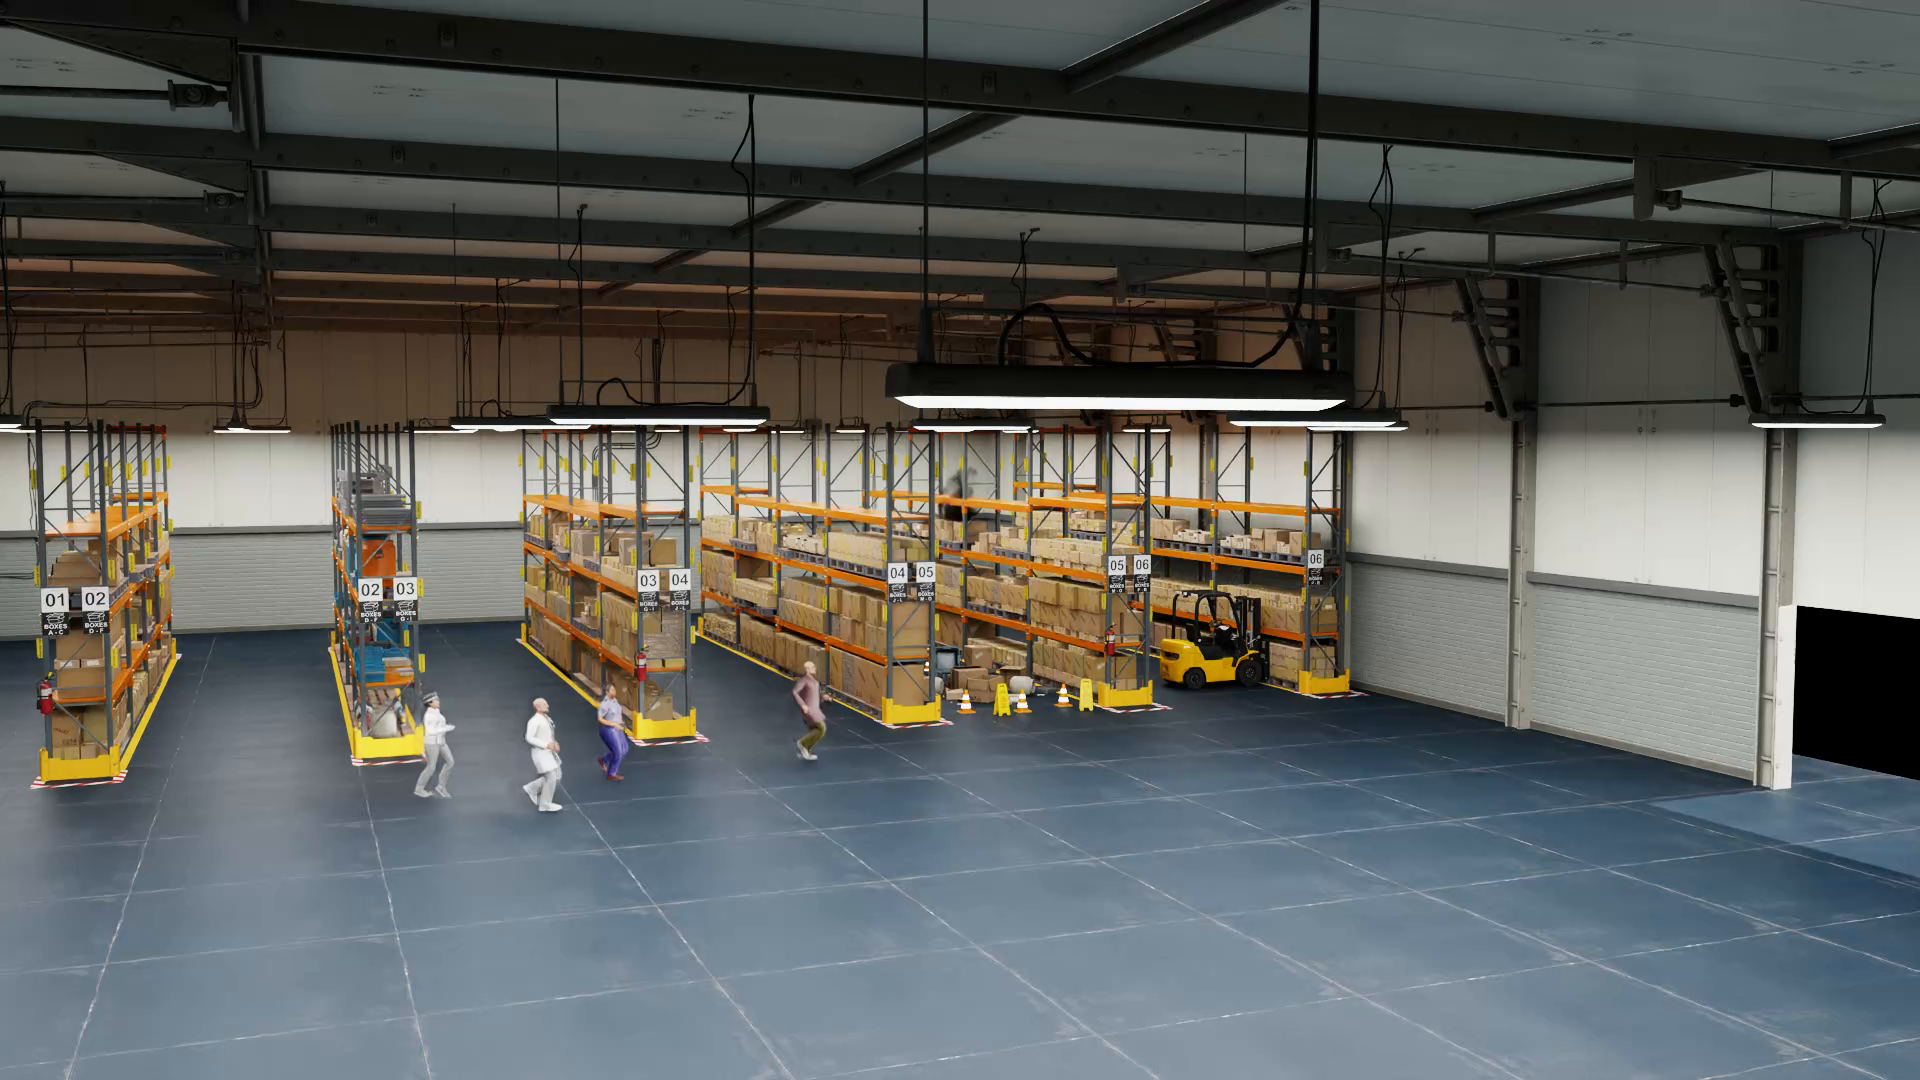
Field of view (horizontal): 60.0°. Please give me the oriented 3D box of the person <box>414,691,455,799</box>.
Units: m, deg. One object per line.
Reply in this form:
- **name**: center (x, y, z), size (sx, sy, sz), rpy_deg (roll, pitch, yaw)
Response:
- **person**: center (-8.256, 3.243, 26.187), size (0.684, 1.736, 0.592), rpy_deg (0, 4, 4)

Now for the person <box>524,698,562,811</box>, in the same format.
- **person**: center (-6.347, 3.270, 25.334), size (0.577, 1.732, 0.731), rpy_deg (0, 4, 6)

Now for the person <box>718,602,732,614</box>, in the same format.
- **person**: center (-6.965, 1.771, 49.534), size (0.834, 1.712, 0.726), rpy_deg (0, 4, 1)

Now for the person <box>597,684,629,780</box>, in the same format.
- **person**: center (-5.818, 3.193, 27.698), size (0.575, 1.596, 0.604), rpy_deg (1, 4, 12)

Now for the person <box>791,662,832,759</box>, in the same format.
- **person**: center (-2.581, 3.012, 29.297), size (0.655, 1.735, 0.692), rpy_deg (1, 4, 13)
